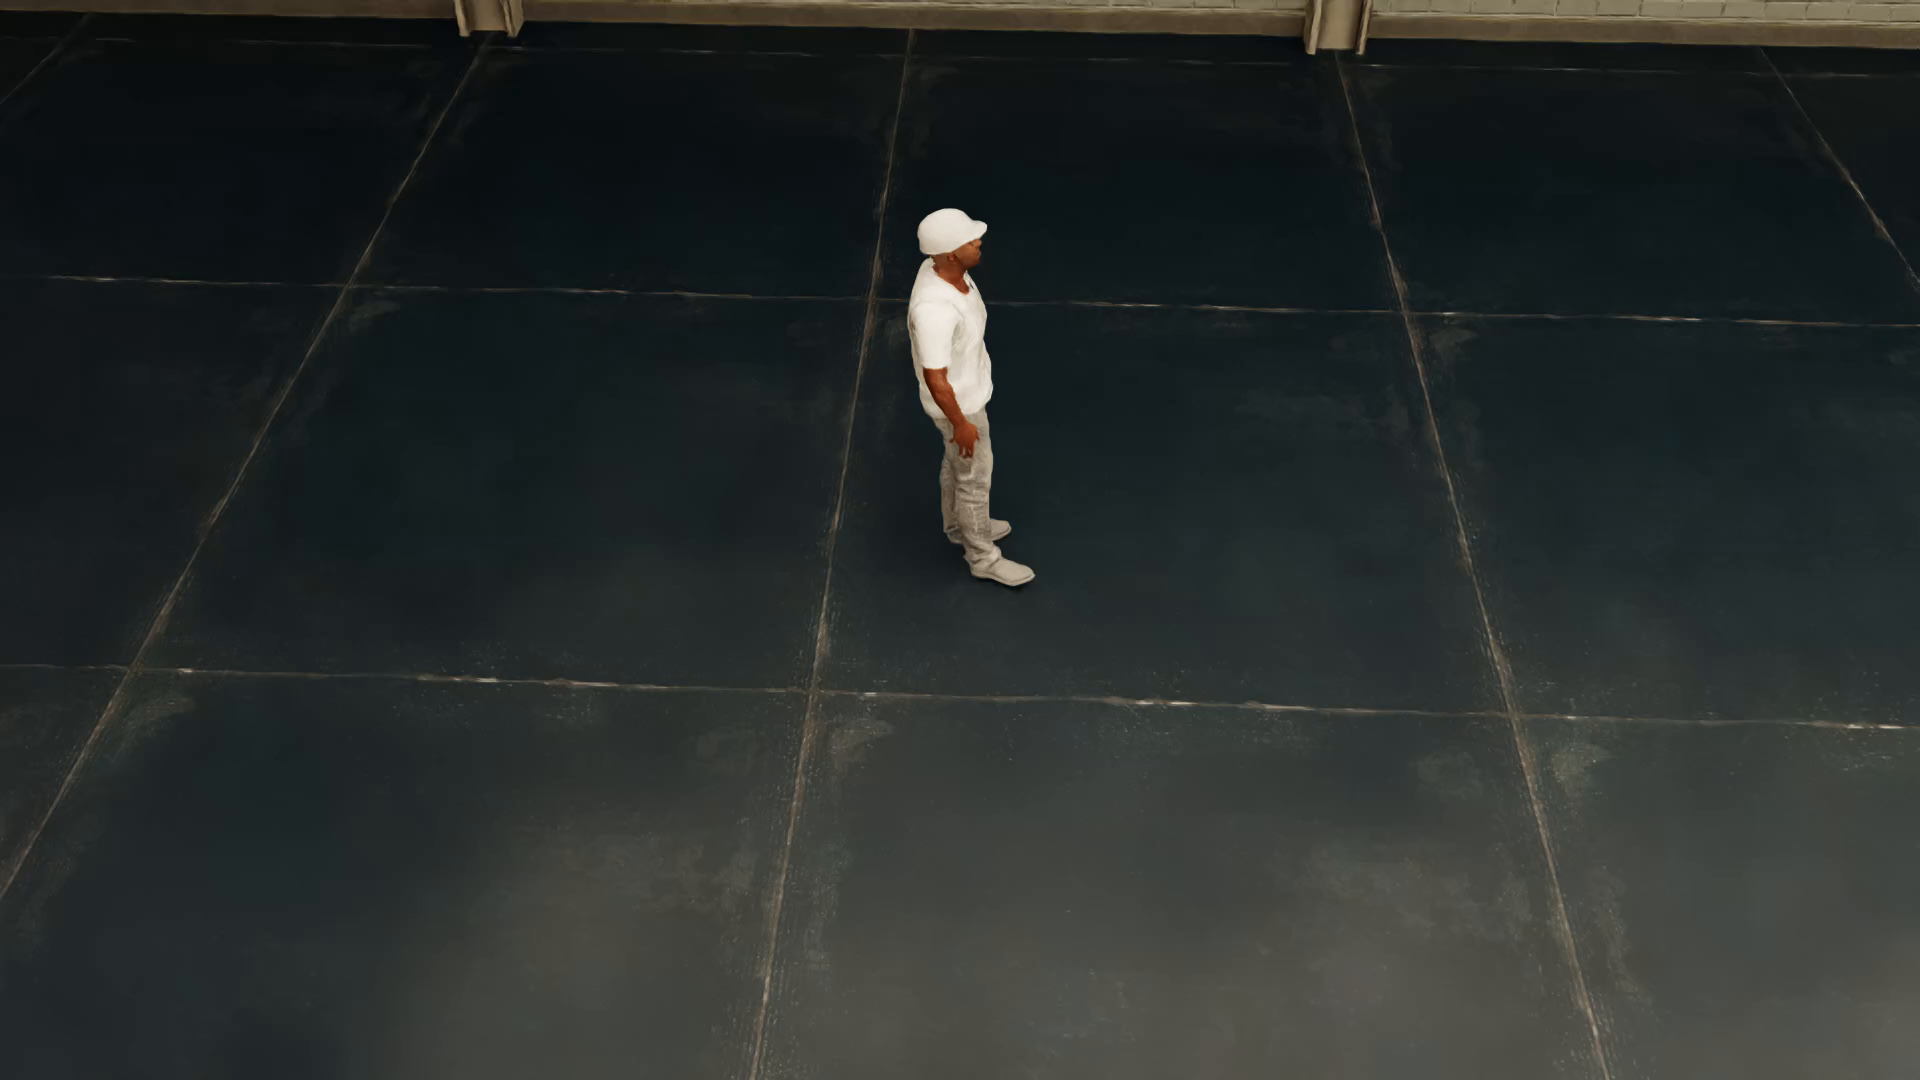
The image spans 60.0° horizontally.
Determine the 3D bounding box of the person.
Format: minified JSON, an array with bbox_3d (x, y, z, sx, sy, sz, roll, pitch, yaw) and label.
[{"bbox_3d":[0.069,-0.652,7.310,0.576,1.766,0.665,2,42,2],"label":"person"}]
